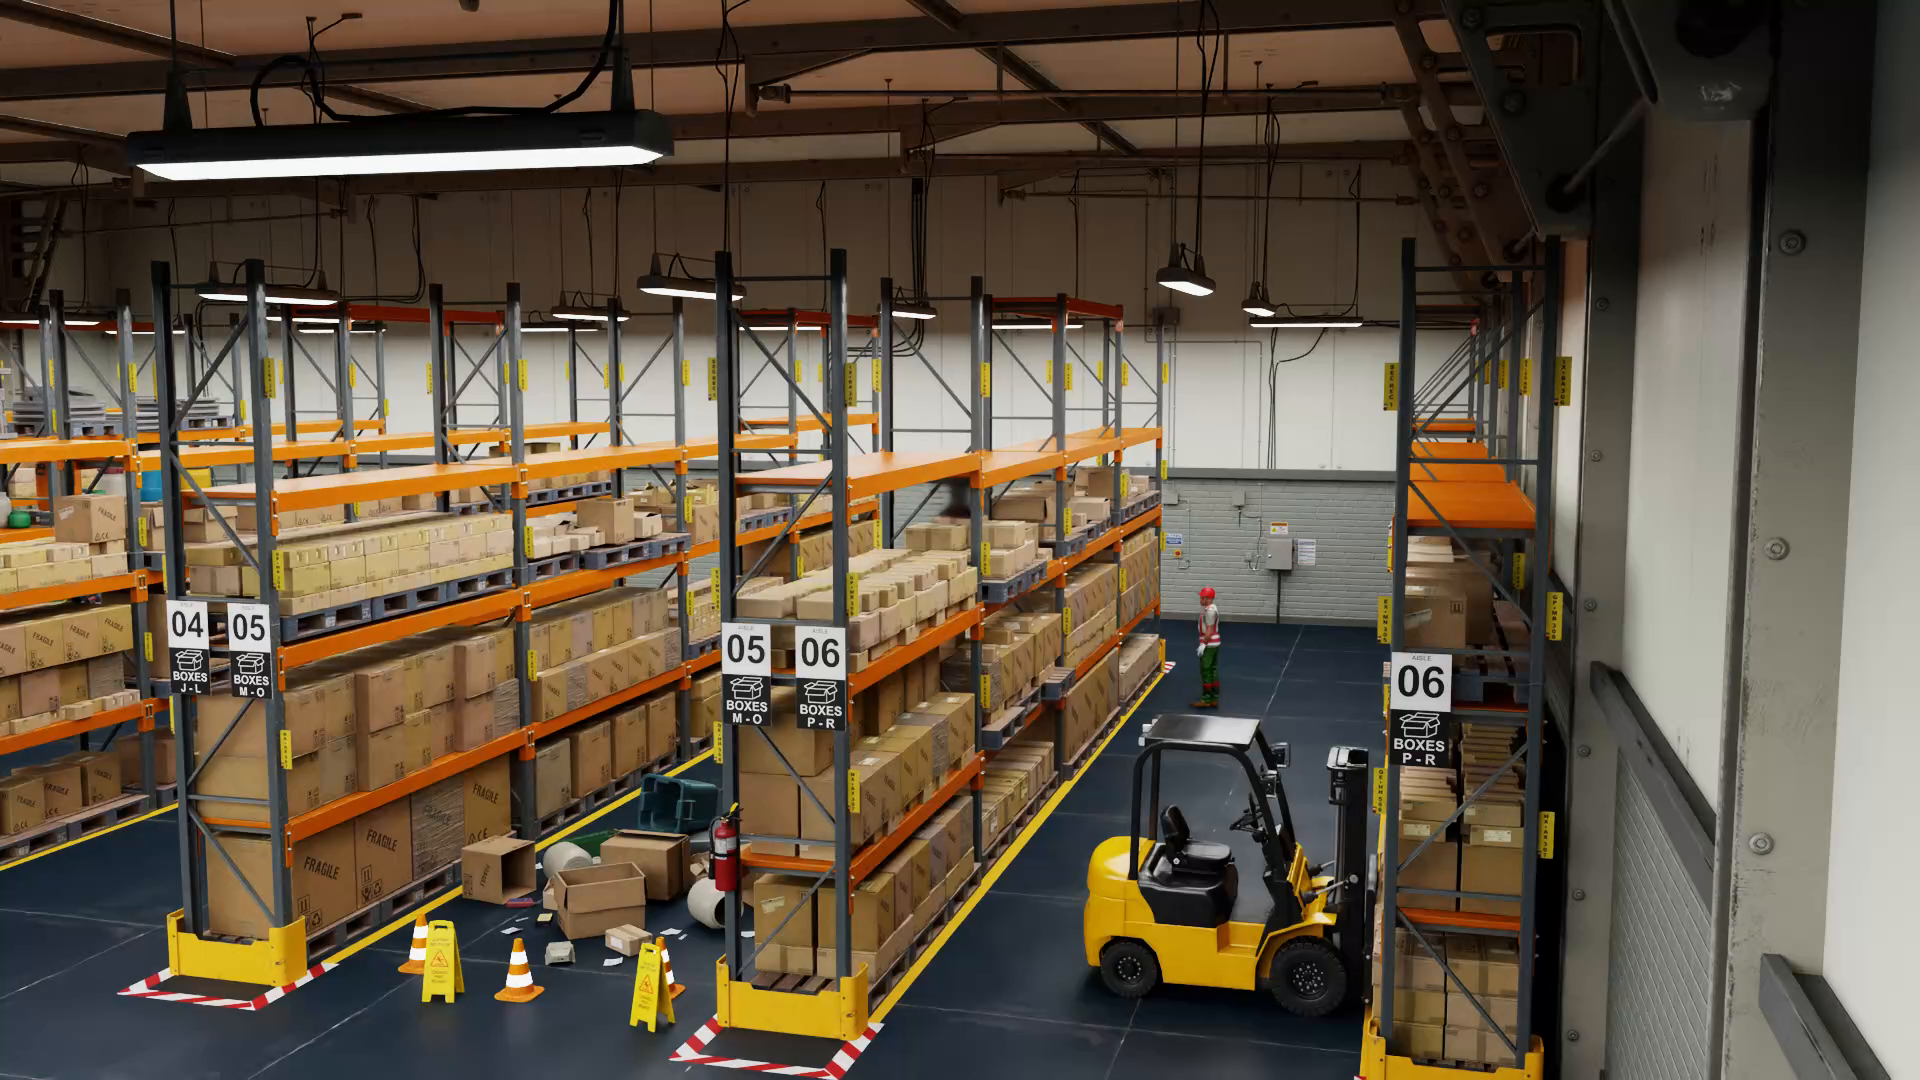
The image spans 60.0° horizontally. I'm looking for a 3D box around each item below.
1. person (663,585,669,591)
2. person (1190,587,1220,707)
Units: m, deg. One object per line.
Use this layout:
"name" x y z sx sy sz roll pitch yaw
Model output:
"person" -4.672 1.547 26.369 0.643 1.677 1.026 2 6 19
"person" 3.725 1.607 25.139 0.422 1.792 0.568 2 6 16
